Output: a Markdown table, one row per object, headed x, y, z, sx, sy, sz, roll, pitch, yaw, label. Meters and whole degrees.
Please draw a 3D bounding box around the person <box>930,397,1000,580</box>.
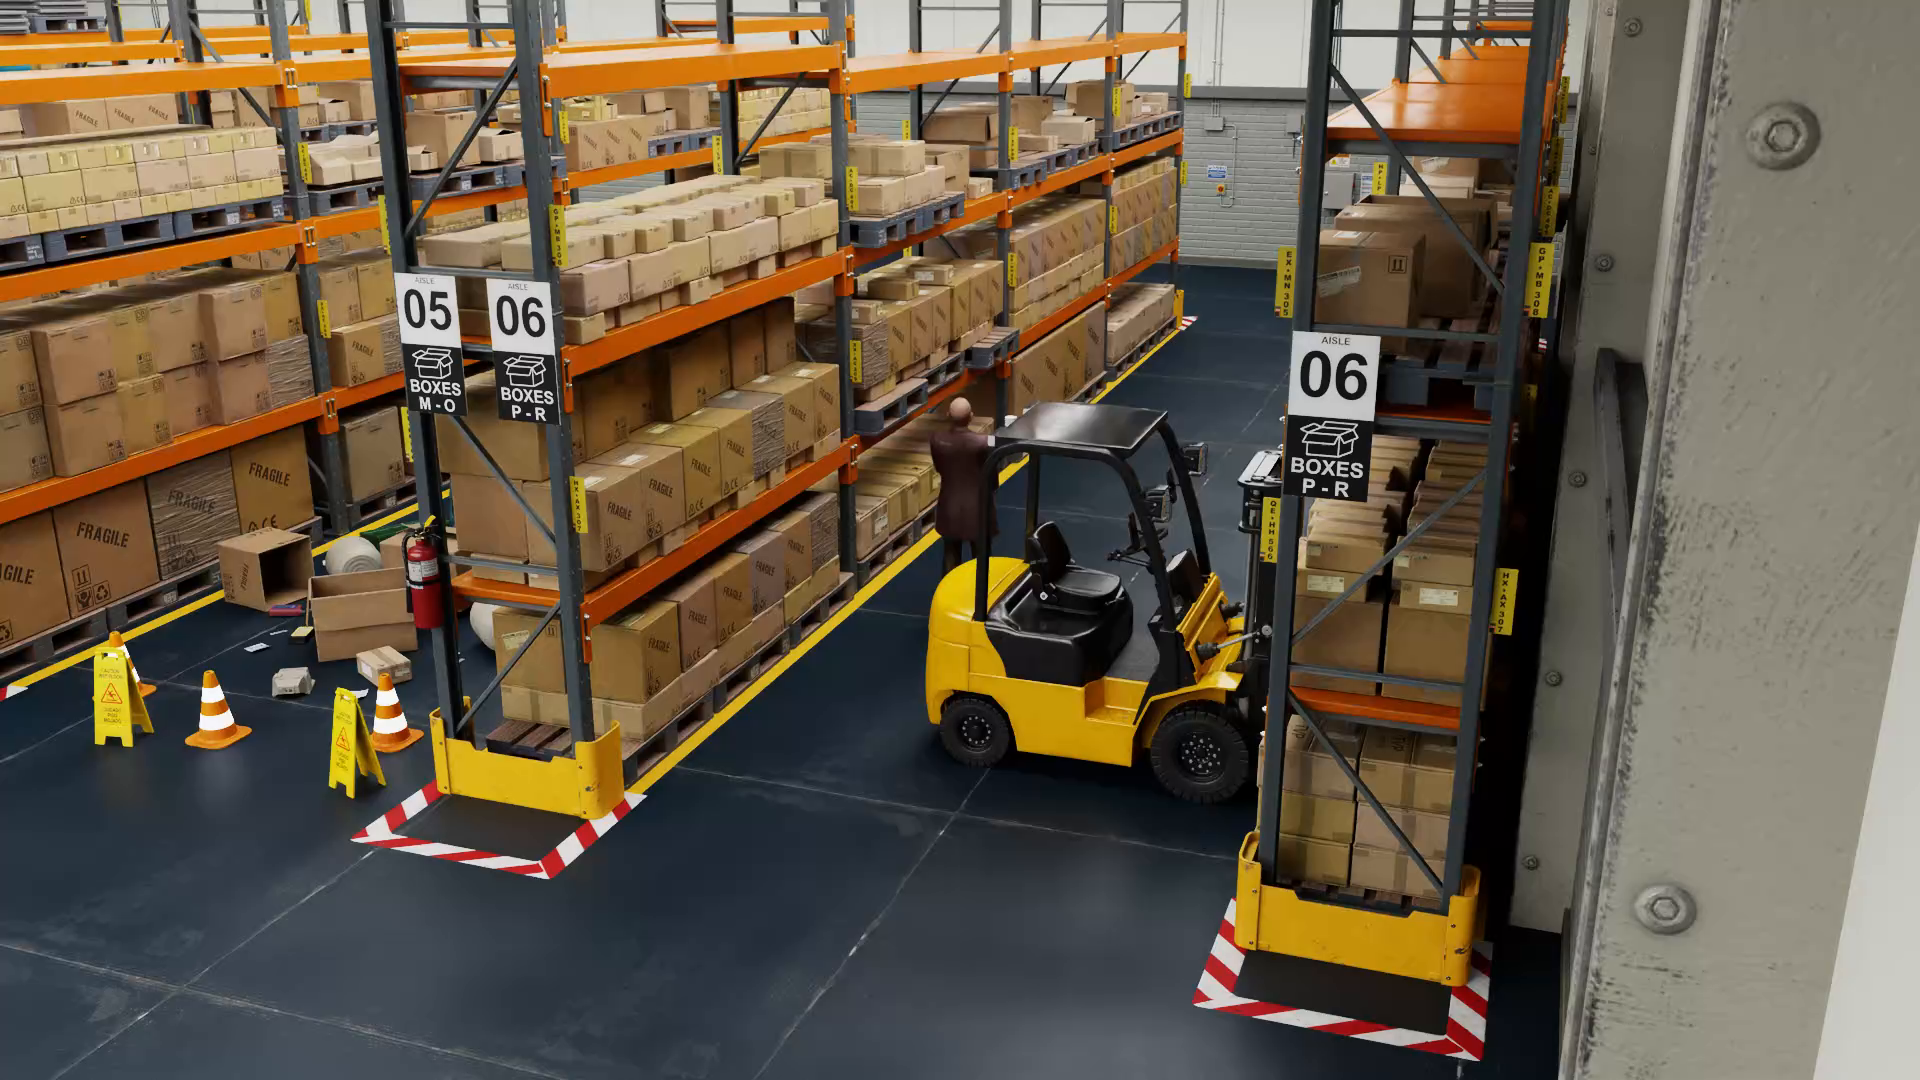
| x | y | z | sx | sy | sz | roll | pitch | yaw | label |
| --- | --- | --- | --- | --- | --- | --- | --- | --- | --- |
| 0.067 | -0.281 | 12.937 | 0.530 | 1.769 | 0.563 | 5 | 19 | 15 | person |
